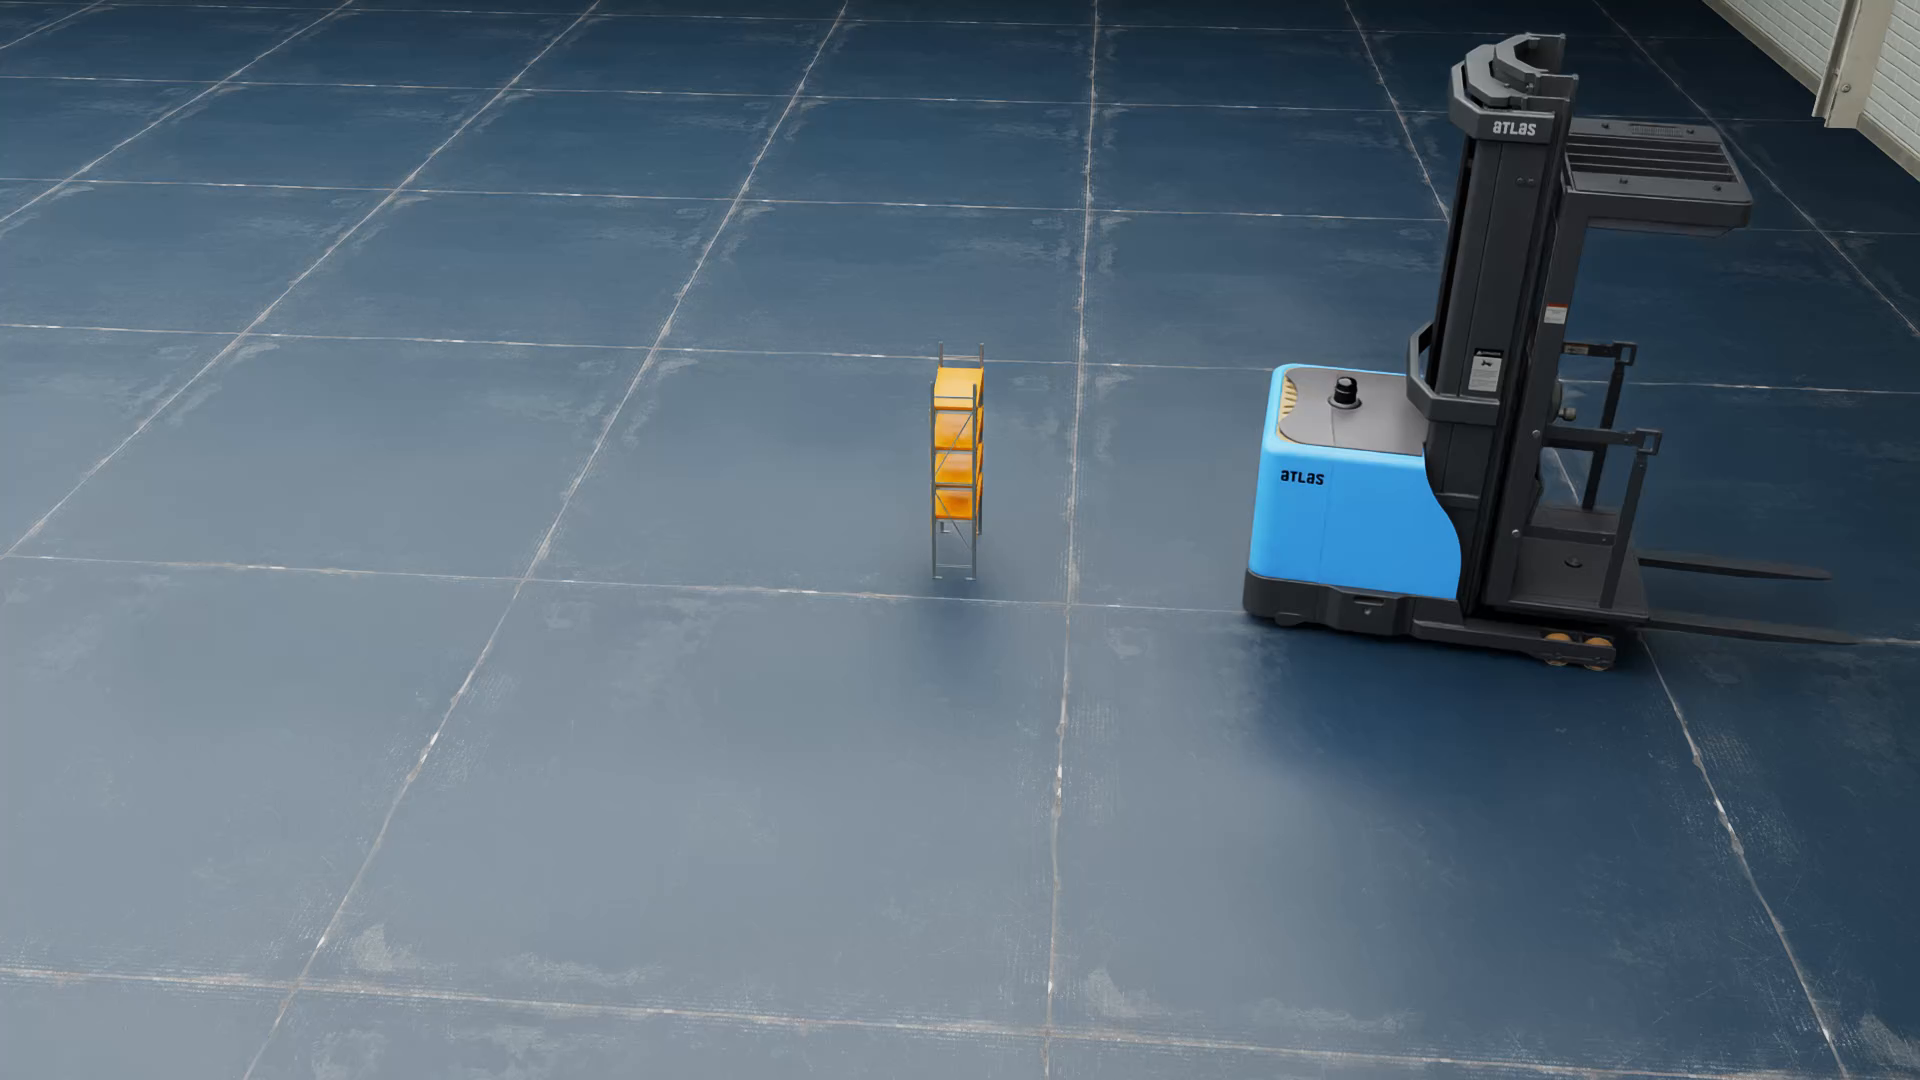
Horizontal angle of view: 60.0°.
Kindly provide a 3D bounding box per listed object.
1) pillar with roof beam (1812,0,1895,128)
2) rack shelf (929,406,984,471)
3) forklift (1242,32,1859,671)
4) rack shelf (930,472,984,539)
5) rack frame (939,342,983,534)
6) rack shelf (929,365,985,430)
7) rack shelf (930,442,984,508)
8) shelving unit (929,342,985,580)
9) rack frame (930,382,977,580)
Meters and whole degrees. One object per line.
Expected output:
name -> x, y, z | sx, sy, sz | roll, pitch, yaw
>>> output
pillar with roof beam -> 4.187, -8.069, 14.046 | 9.100, 9.000, 0.400 | 2, 32, 4
rack shelf -> -0.013, -0.557, 8.993 | 0.258, 0.148, 0.480 | 2, 32, 4
forklift -> 3.073, -0.890, 8.181 | 3.031, 2.935, 1.130 | 7, 32, 11
rack shelf -> -0.013, -0.198, 9.215 | 0.258, 0.148, 0.480 | 2, 32, 4
rack frame -> 0.006, -0.552, 9.282 | 0.240, 1.200, 0.015 | 2, 32, 4
rack shelf -> -0.013, -0.759, 8.869 | 0.258, 0.148, 0.480 | 2, 32, 4
rack shelf -> -0.013, -0.367, 9.110 | 0.258, 0.148, 0.480 | 2, 32, 4
shelving unit -> -0.013, -0.424, 9.075 | 0.258, 1.200, 0.503 | 2, 32, 4
rack frame -> -0.033, -0.297, 8.868 | 0.240, 1.200, 0.015 | 2, 32, 4
